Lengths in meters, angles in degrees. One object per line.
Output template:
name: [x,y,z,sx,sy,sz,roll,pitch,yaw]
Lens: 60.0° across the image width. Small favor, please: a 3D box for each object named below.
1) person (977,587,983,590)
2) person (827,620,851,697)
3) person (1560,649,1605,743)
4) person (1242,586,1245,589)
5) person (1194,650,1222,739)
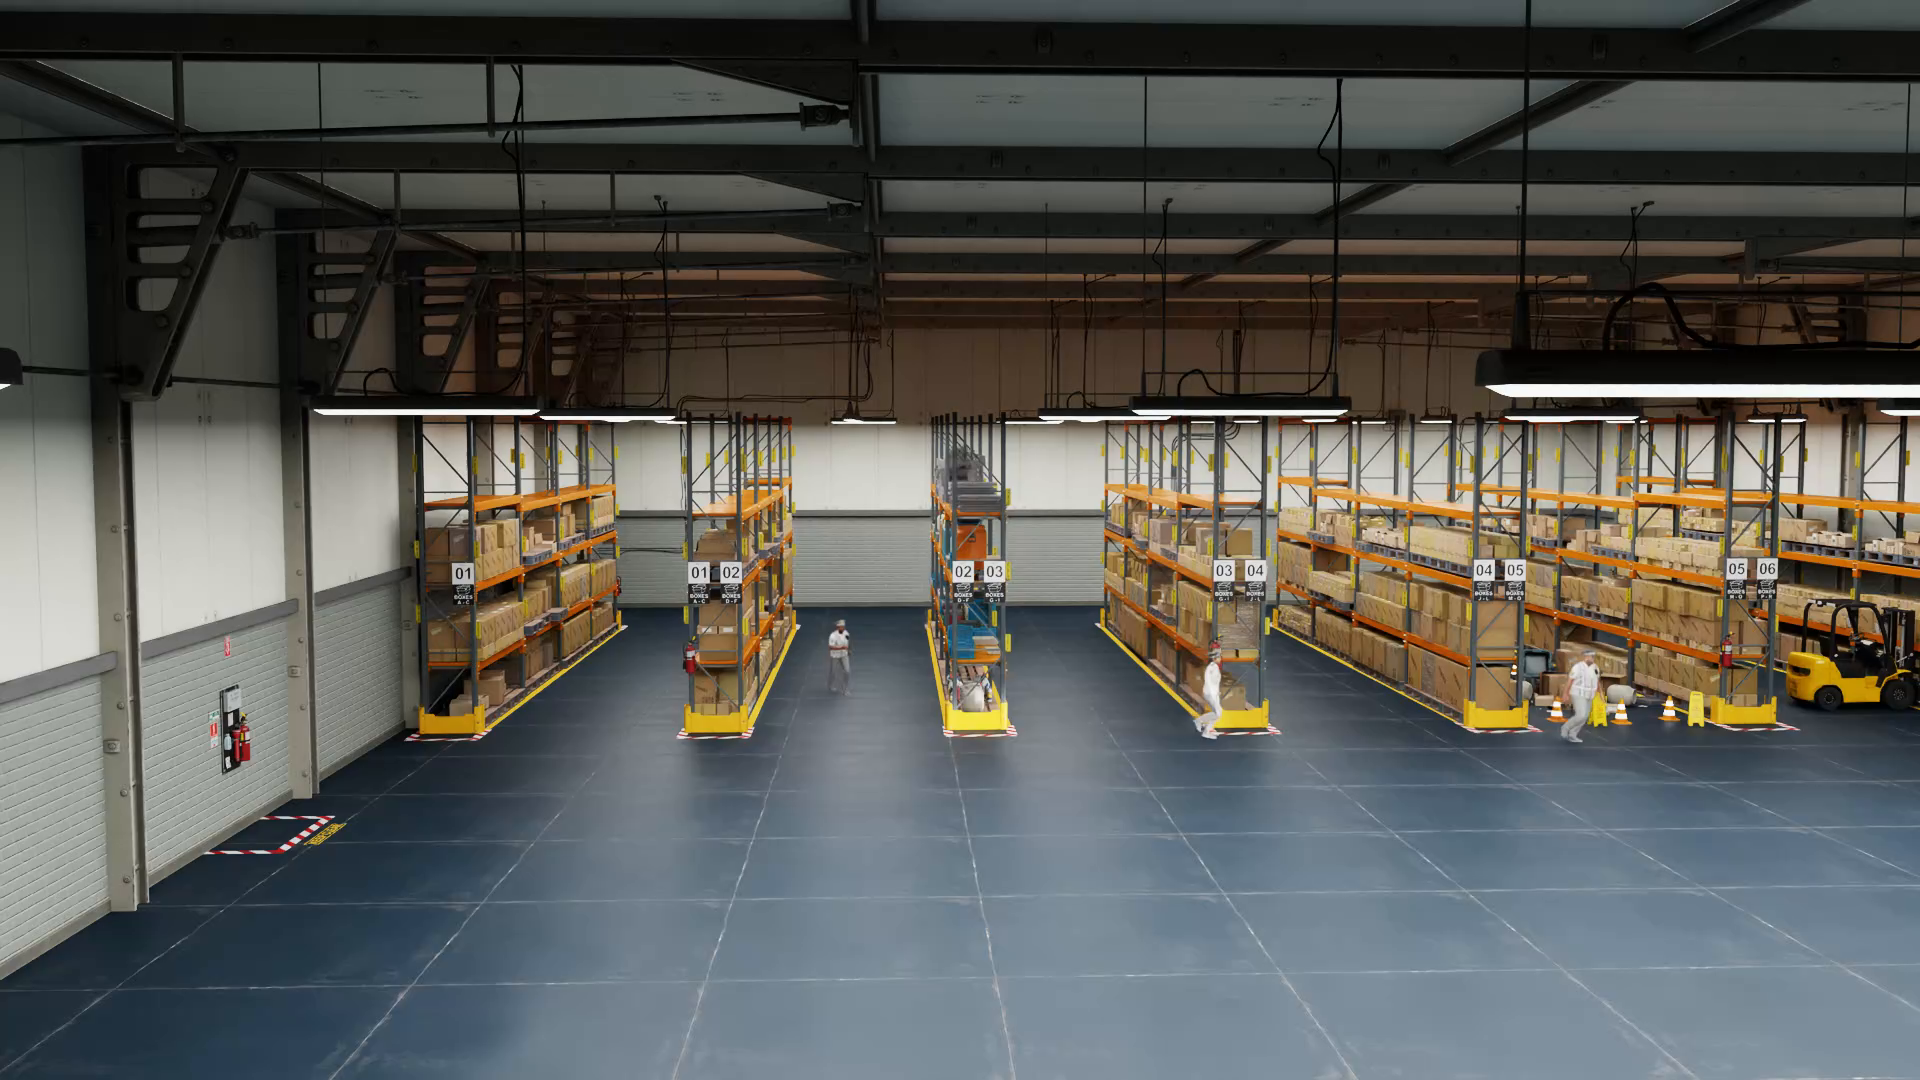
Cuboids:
person: [0.478,1.646,48.314,0.596,1.567,0.591,2,4,22]
person: [-2.569,2.501,35.475,0.573,1.655,0.948,-2,4,-25]
person: [11.251,2.813,30.069,0.667,1.741,0.592,-2,4,-27]
person: [8.726,1.477,50.024,0.731,1.782,0.756,2,4,30]
person: [4.556,2.840,30.562,0.512,1.642,0.687,1,4,17]
